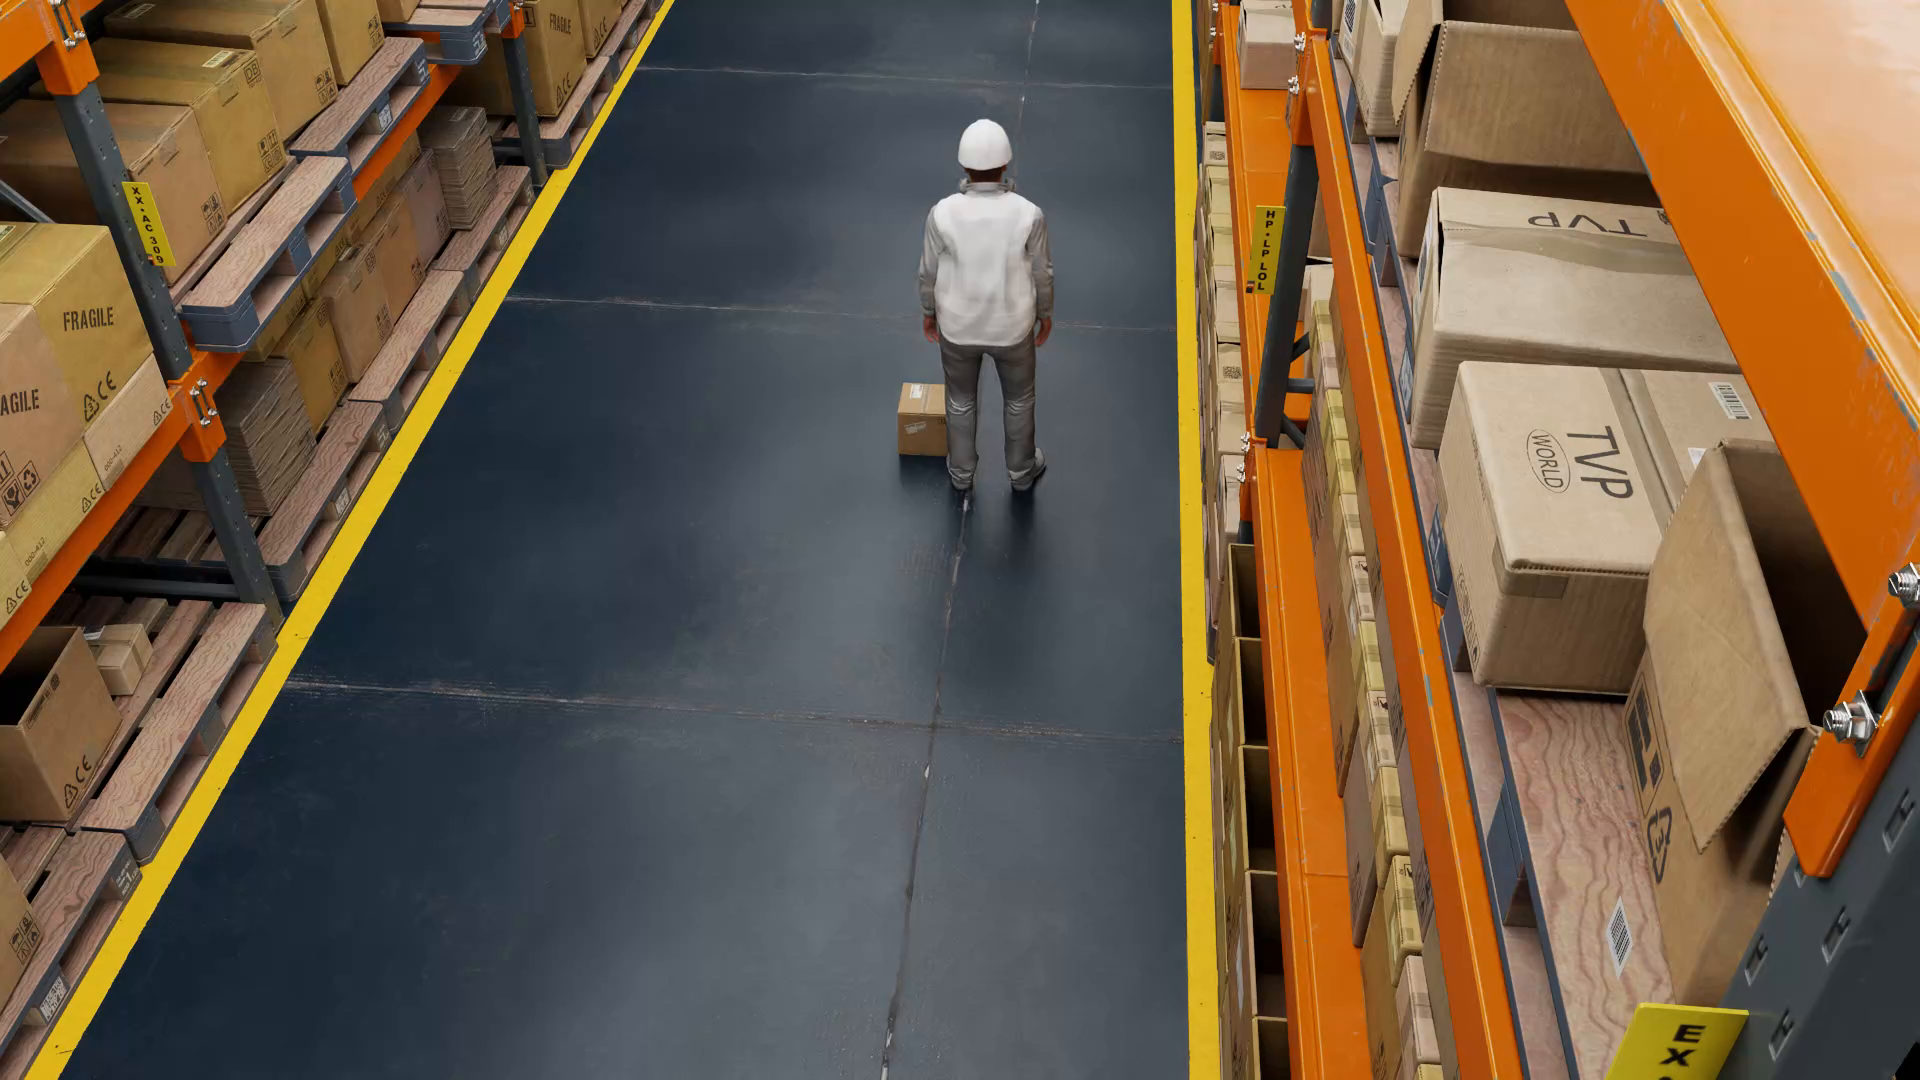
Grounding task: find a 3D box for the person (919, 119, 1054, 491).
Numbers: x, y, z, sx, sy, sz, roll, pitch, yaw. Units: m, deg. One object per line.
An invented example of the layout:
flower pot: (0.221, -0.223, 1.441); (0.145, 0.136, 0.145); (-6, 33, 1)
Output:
person: (0.118, -0.984, 7.319); (0.587, 1.768, 0.466); (3, 40, 3)
